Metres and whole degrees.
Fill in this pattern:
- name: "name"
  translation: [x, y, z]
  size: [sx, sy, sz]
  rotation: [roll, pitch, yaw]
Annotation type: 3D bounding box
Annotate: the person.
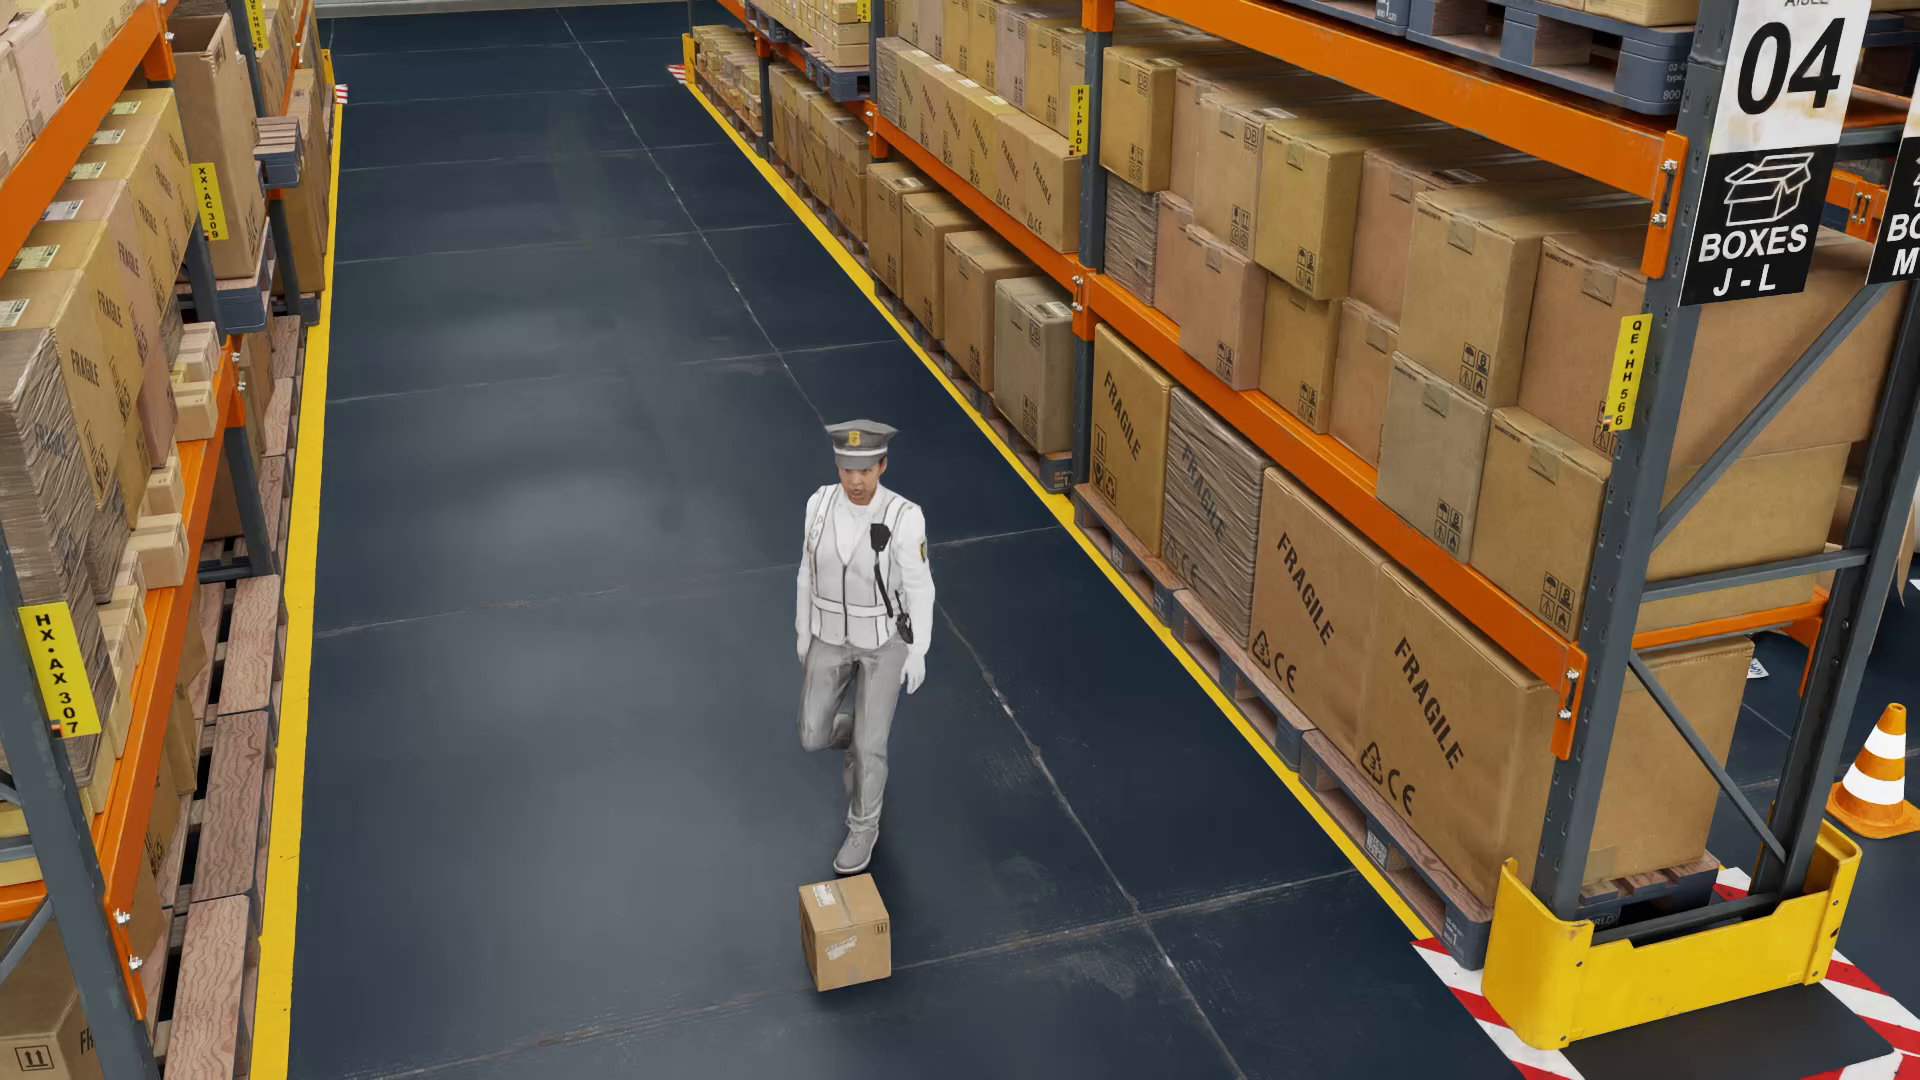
- name: "person"
  translation: [-0.340, 0.344, 5.867]
  size: [0.510, 1.671, 0.573]
  rotation: [9, 28, 17]
